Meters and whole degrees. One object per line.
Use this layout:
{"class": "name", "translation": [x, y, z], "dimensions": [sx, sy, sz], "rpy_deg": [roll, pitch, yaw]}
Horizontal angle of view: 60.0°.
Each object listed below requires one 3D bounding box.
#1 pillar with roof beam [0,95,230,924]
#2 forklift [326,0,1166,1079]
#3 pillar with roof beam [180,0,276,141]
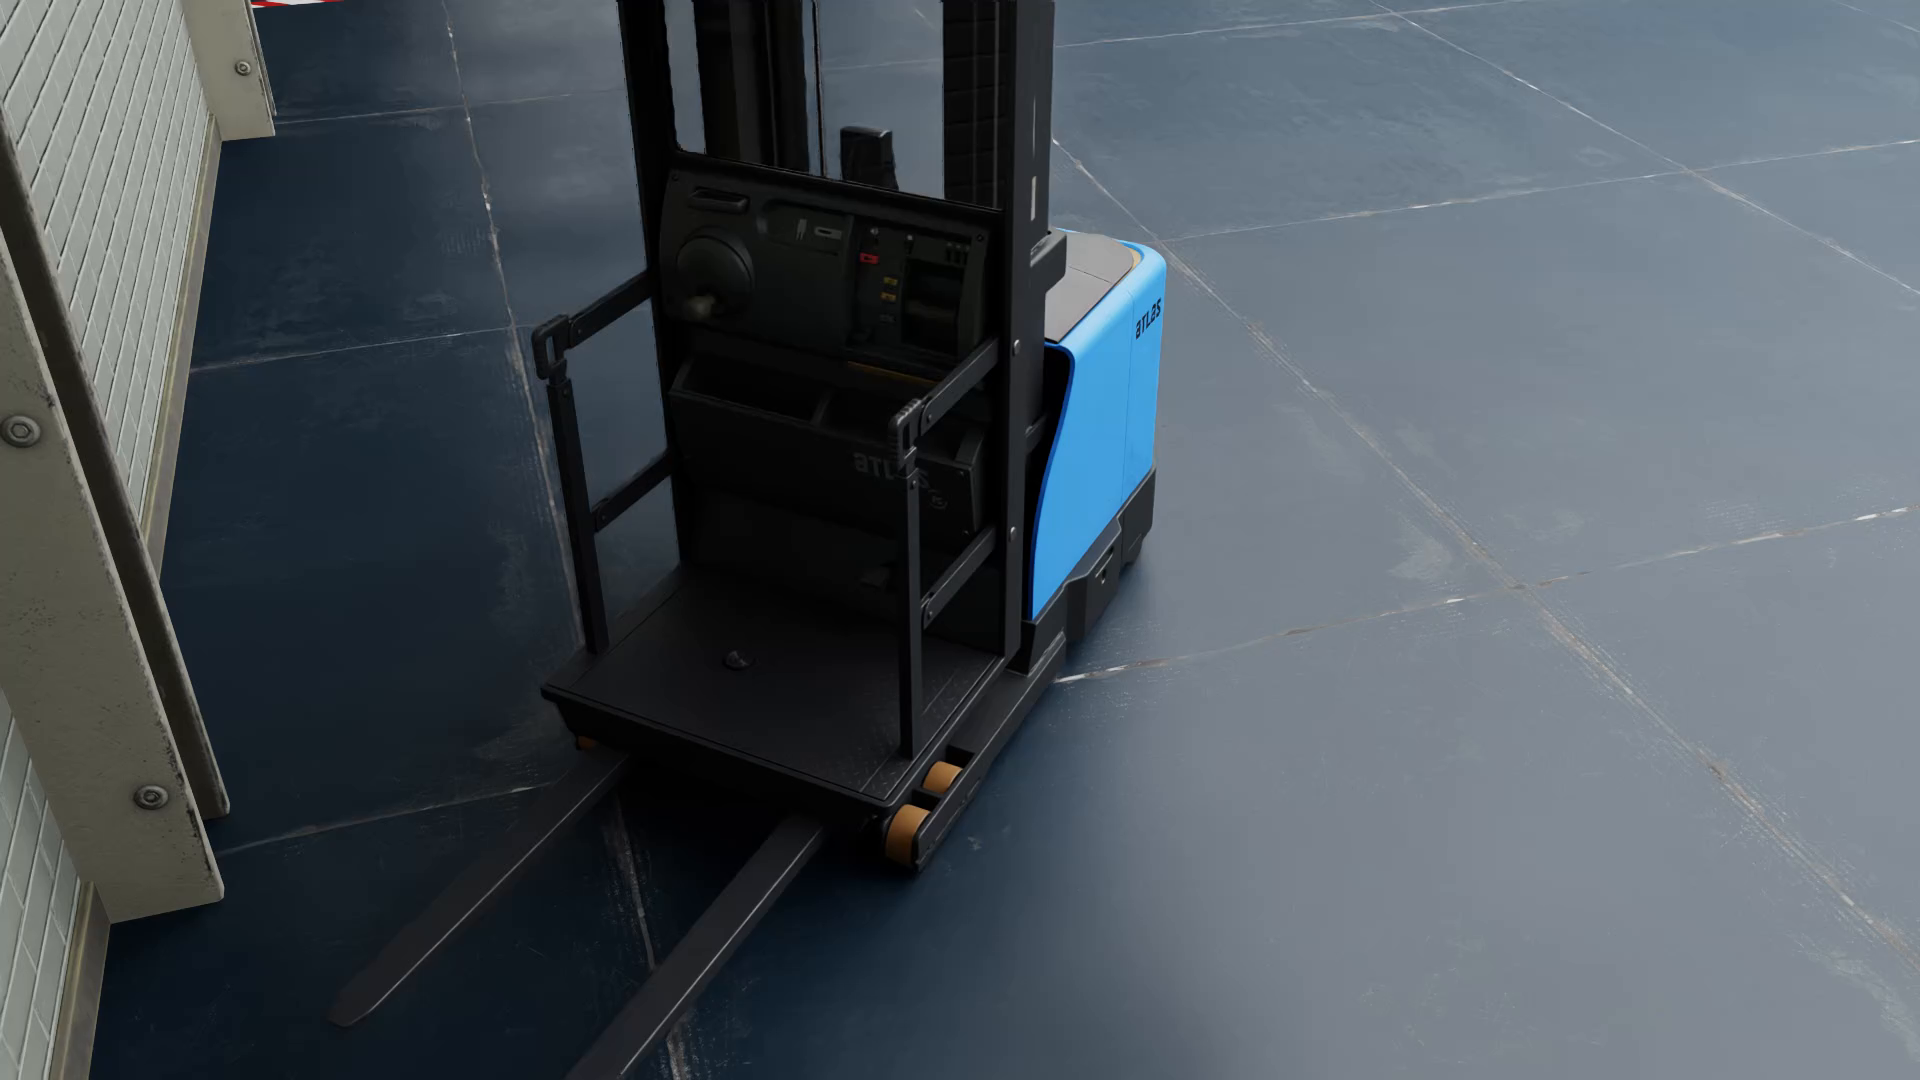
{"class": "pillar with roof beam", "translation": [1.973, -3.619, 3.064], "dimensions": [9.100, 9.000, 0.400], "rpy_deg": [-10, 35, -15]}
{"class": "forklift", "translation": [-0.449, -0.630, 4.045], "dimensions": [1.130, 2.935, 3.031], "rpy_deg": [15, 36, 22]}
{"class": "pillar with roof beam", "translation": [0.143, -6.769, 7.831], "dimensions": [9.100, 9.000, 0.400], "rpy_deg": [-10, 35, -15]}
